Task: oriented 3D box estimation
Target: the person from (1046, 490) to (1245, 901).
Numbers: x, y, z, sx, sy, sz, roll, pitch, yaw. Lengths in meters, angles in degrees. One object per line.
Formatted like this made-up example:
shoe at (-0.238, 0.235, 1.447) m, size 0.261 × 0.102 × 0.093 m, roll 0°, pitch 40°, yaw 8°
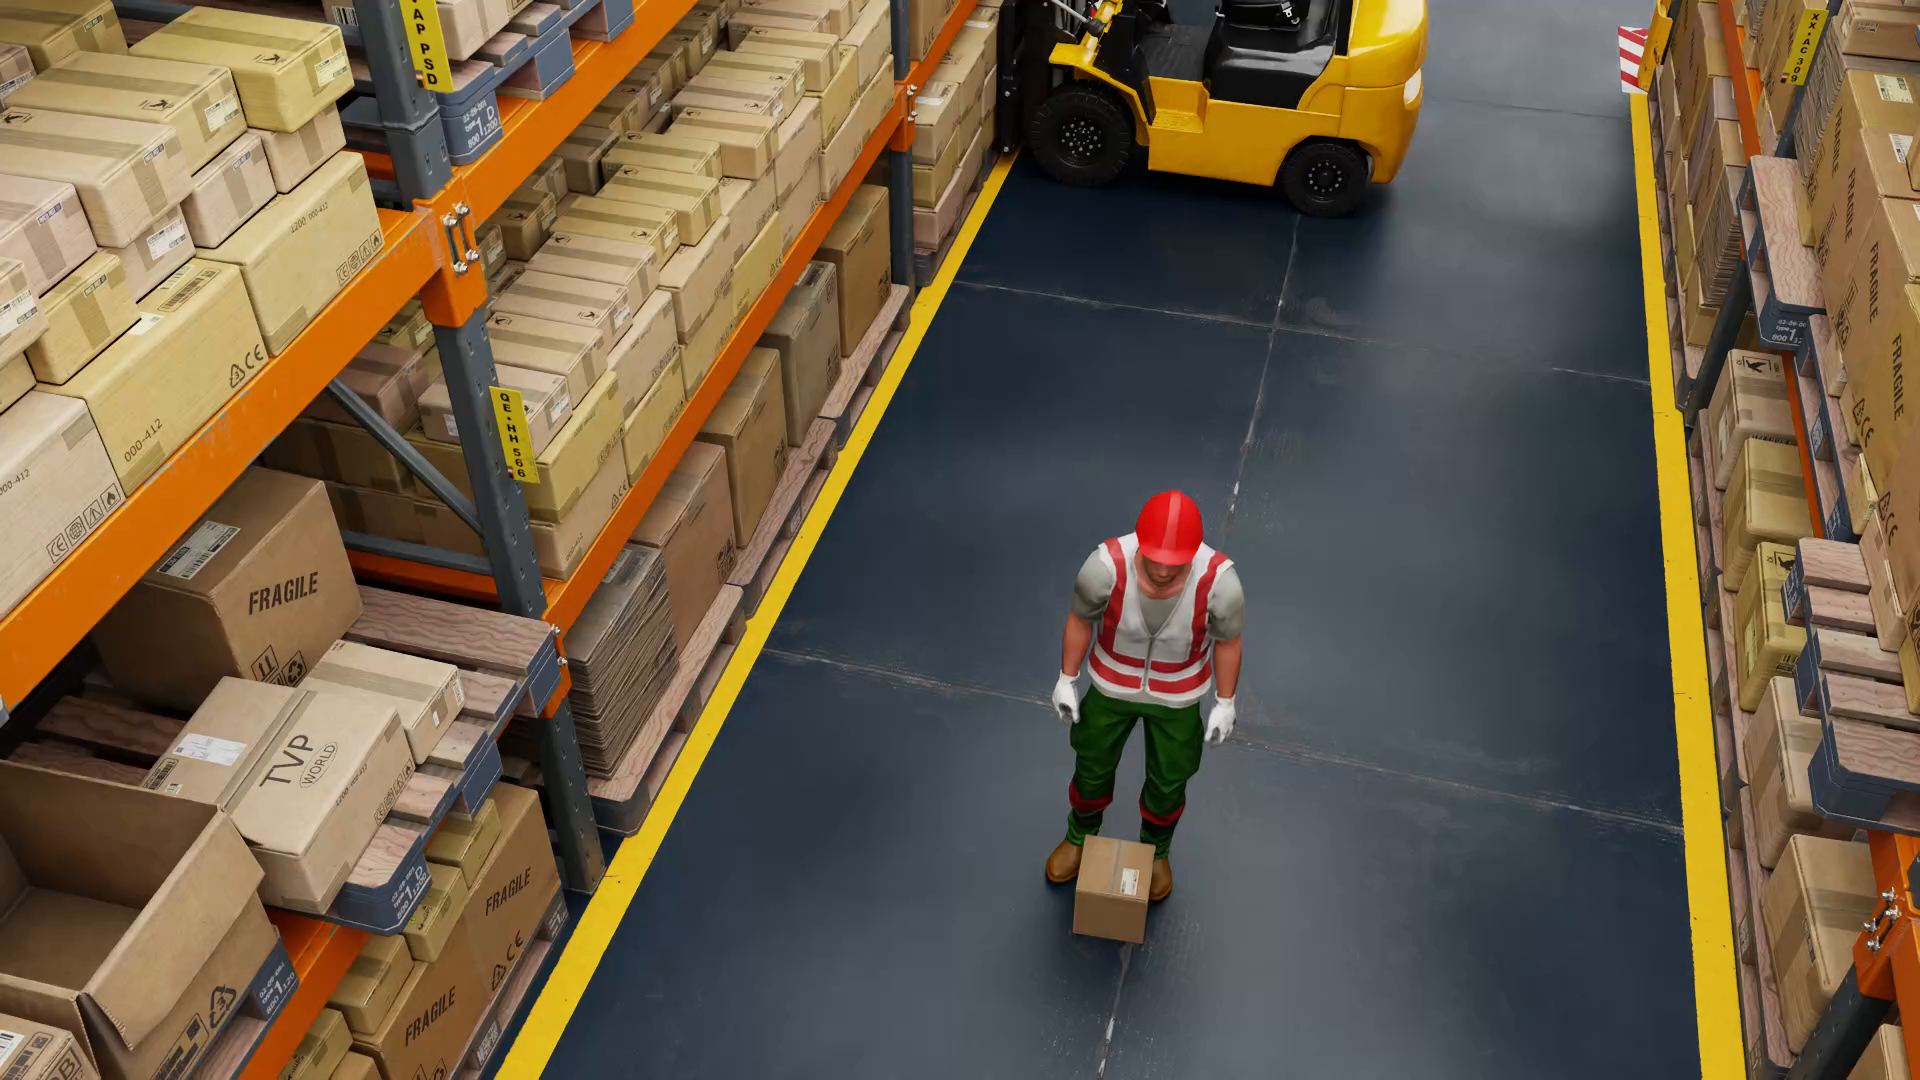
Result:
person at (0.620, 0.515, 5.545) m, size 0.620 × 1.780 × 0.446 m, roll 8°, pitch 41°, yaw 9°
